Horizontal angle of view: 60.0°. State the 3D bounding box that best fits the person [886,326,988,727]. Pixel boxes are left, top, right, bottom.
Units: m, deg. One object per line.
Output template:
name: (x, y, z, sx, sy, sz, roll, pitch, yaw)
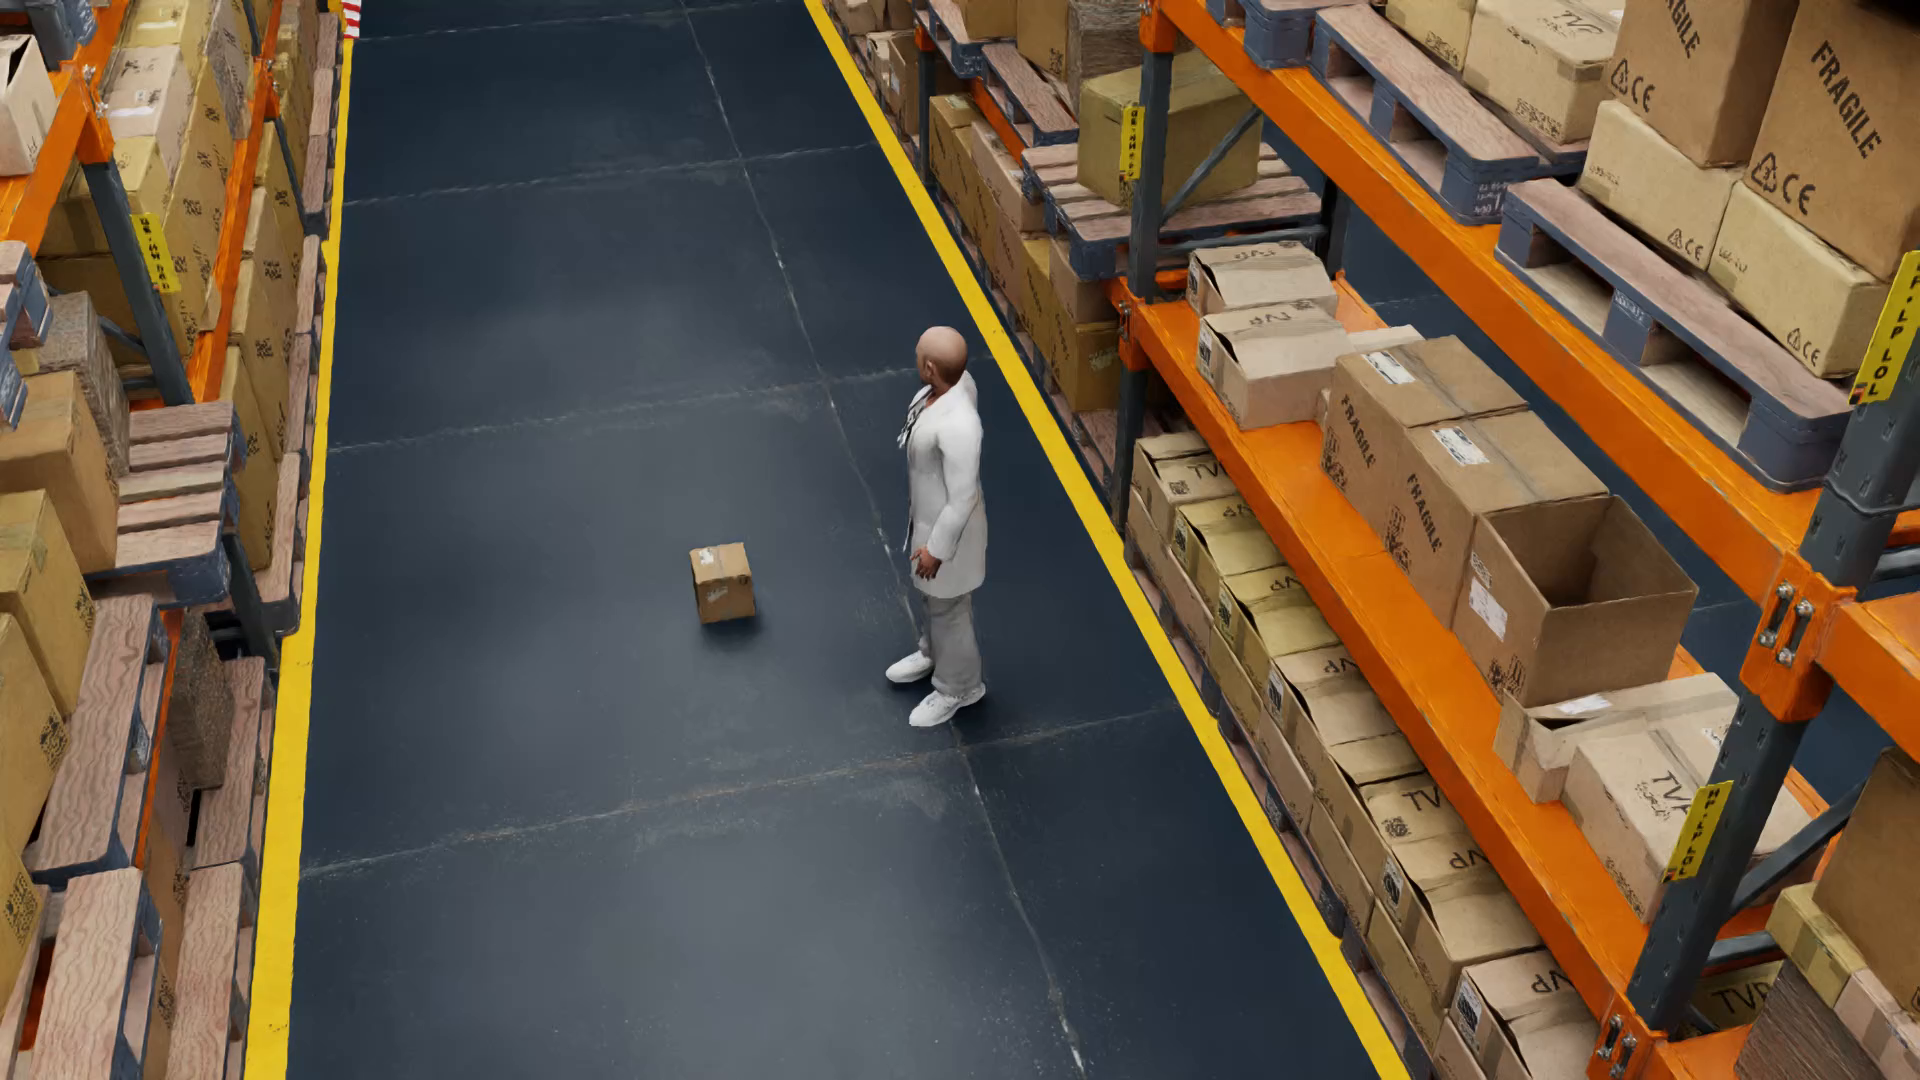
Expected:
person: (-0.109, -0.065, 6.803, 0.435, 1.830, 0.634, -2, 38, -3)
